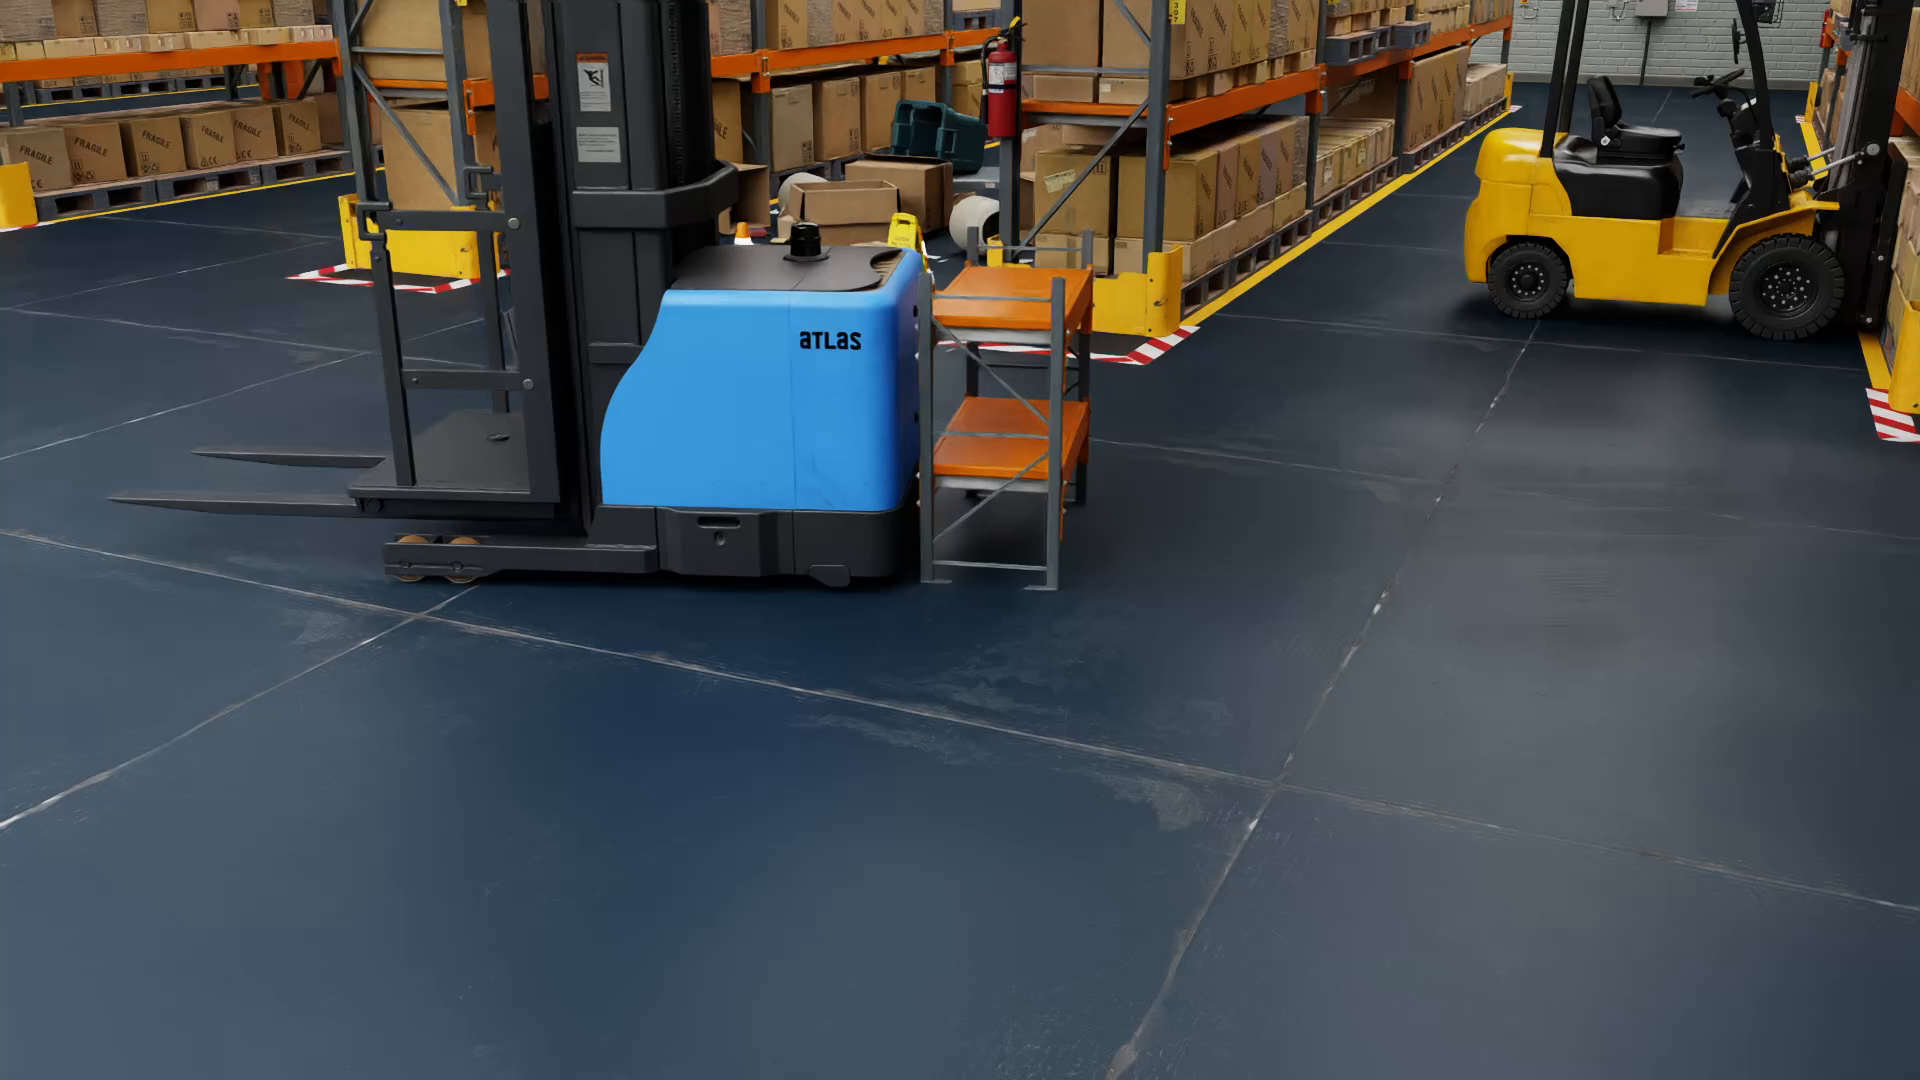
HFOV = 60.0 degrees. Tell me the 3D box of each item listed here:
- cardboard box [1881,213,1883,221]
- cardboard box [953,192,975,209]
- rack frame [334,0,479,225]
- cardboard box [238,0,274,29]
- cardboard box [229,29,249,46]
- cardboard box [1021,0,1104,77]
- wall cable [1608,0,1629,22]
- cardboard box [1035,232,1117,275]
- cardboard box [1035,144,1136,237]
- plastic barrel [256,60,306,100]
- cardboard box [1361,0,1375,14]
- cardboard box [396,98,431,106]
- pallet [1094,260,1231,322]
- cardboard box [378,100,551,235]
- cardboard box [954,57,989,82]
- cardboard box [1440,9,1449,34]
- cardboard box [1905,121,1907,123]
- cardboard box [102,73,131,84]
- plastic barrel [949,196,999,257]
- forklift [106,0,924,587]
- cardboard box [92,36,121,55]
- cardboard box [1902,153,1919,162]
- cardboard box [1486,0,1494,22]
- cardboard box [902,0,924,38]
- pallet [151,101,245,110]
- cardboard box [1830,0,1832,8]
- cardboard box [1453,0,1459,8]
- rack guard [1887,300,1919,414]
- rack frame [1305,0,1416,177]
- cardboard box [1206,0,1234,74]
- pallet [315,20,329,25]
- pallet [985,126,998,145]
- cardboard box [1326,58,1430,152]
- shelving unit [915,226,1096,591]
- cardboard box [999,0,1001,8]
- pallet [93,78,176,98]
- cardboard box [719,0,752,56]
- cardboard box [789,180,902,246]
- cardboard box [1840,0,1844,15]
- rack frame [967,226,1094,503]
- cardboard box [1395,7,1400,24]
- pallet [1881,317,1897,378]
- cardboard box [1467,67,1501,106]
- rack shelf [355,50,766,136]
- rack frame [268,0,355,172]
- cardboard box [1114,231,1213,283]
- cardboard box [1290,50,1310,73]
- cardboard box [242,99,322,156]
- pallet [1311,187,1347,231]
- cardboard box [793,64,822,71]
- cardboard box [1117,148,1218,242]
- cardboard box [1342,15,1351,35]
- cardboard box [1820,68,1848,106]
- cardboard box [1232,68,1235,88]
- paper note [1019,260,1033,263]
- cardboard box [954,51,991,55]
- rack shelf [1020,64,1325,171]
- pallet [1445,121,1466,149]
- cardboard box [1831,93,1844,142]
[{"bbox_3d":[5.984,-1.982,10.295,0.500,0.250,0.500,8,21,22],"label":"cardboard box"},{"bbox_3d":[0.062,-2.693,13.644,0.258,0.266,0.396,-5,20,-15],"label":"cardboard box"},{"bbox_3d":[-3.841,-3.361,11.443,1.000,3.000,0.127,9,21,23],"label":"rack frame"},{"bbox_3d":[-7.164,-5.205,16.036,0.875,0.500,0.500,9,21,23],"label":"cardboard box"},{"bbox_3d":[-6.998,-4.777,15.801,0.380,0.149,0.250,9,21,23],"label":"cardboard box"},{"bbox_3d":[0.687,-3.104,10.126,0.500,0.500,0.500,8,21,22],"label":"cardboard box"},{"bbox_3d":[10.854,-9.618,27.522,0.588,1.984,0.122,9,21,23],"label":"wall cable"},{"bbox_3d":[0.812,-1.906,10.830,0.500,0.250,0.500,8,21,22],"label":"cardboard box"},{"bbox_3d":[0.806,-2.249,10.674,0.500,0.500,0.500,9,21,23],"label":"cardboard box"},{"bbox_3d":[-9.383,-6.525,22.951,0.600,0.830,0.708,9,21,23],"label":"plastic barrel"},{"bbox_3d":[3.227,-4.727,14.064,0.500,0.500,0.500,8,21,22],"label":"cardboard box"},{"bbox_3d":[-6.203,-4.653,18.149,0.700,0.500,0.500,8,21,22],"label":"cardboard box"},{"bbox_3d":[1.112,-1.666,10.837,1.003,0.211,1.213,9,21,23],"label":"pallet"},{"bbox_3d":[-3.624,-2.774,12.337,0.875,0.875,0.875,9,21,23],"label":"cardboard box"},{"bbox_3d":[0.146,-5.513,19.478,0.500,0.250,0.500,8,21,22],"label":"cardboard box"},{"bbox_3d":[5.035,-5.673,18.168,0.500,0.250,0.500,9,21,23],"label":"cardboard box"},{"bbox_3d":[7.994,-3.168,13.817,0.875,0.625,0.625,9,22,24],"label":"cardboard box"},{"bbox_3d":[-13.219,-7.321,25.653,0.500,0.500,0.500,8,21,22],"label":"cardboard box"},{"bbox_3d":[0.181,-2.338,12.411,0.421,0.421,0.512,-9,22,-24],"label":"plastic barrel"},{"bbox_3d":[-1.673,-1.396,6.021,3.031,2.935,1.130,2,20,5],"label":"forklift"},{"bbox_3d":[-7.562,-4.311,14.490,0.380,0.149,0.250,9,21,23],"label":"cardboard box"},{"bbox_3d":[5.988,-2.216,10.207,0.500,0.250,0.500,9,22,25],"label":"cardboard box"},{"bbox_3d":[6.480,-6.840,21.076,0.500,0.500,0.500,9,21,23],"label":"cardboard box"},{"bbox_3d":[-0.710,-5.527,17.384,0.500,0.500,0.500,9,21,23],"label":"cardboard box"},{"bbox_3d":[-9.920,-5.652,22.047,1.003,0.211,1.213,9,21,23],"label":"pallet"},{"bbox_3d":[11.366,-6.892,21.150,0.500,0.250,0.500,9,21,23],"label":"cardboard box"},{"bbox_3d":[5.267,-6.065,18.523,0.500,0.250,0.500,9,22,24],"label":"cardboard box"},{"bbox_3d":[5.236,-0.848,8.106,1.175,0.500,0.348,9,21,23],"label":"rack guard"},{"bbox_3d":[3.992,-5.158,16.497,1.000,3.000,0.127,9,21,23],"label":"rack frame"},{"bbox_3d":[1.372,-3.165,10.300,0.500,0.500,0.500,9,22,24],"label":"cardboard box"},{"bbox_3d":[-6.241,-5.419,17.515,1.003,0.211,1.213,9,21,23],"label":"pallet"},{"bbox_3d":[-0.244,-4.731,19.458,1.003,0.211,1.213,9,21,23],"label":"pallet"},{"bbox_3d":[4.351,-4.555,17.344,0.875,0.875,0.875,8,21,22],"label":"cardboard box"},{"bbox_3d":[0.192,-0.533,6.289,0.538,1.125,1.048,3,20,9],"label":"shelving unit"},{"bbox_3d":[0.343,-6.401,19.738,0.380,0.149,0.250,9,21,23],"label":"cardboard box"},{"bbox_3d":[-13.244,-7.159,26.285,1.003,0.211,1.213,9,21,23],"label":"pallet"},{"bbox_3d":[-2.343,-4.540,14.534,0.875,0.550,0.550,9,21,23],"label":"cardboard box"},{"bbox_3d":[-0.874,-2.421,12.525,0.797,0.503,0.637,-5,20,-15],"label":"cardboard box"},{"bbox_3d":[9.758,-5.829,17.606,0.700,0.500,0.500,9,22,24],"label":"cardboard box"},{"bbox_3d":[0.277,-0.701,6.761,0.500,1.125,0.032,3,20,9],"label":"rack frame"},{"bbox_3d":[3.856,-4.854,15.390,0.380,0.149,0.250,7,21,20],"label":"cardboard box"},{"bbox_3d":[5.521,-0.959,8.849,1.003,0.211,1.213,9,21,23],"label":"pallet"},{"bbox_3d":[6.722,-6.098,22.336,0.875,0.438,0.875,9,22,24],"label":"cardboard box"},{"bbox_3d":[-3.022,-3.633,13.283,1.077,0.370,4.000,9,21,23],"label":"rack shelf"},{"bbox_3d":[-6.687,-5.295,16.882,1.000,3.000,0.127,9,21,23],"label":"rack frame"},{"bbox_3d":[1.299,-1.824,10.597,0.500,0.250,0.500,8,21,22],"label":"cardboard box"},{"bbox_3d":[2.405,-3.600,12.489,0.380,0.149,0.250,9,22,24],"label":"cardboard box"},{"bbox_3d":[-6.887,-4.199,16.902,0.500,0.500,0.500,8,21,21],"label":"cardboard box"},{"bbox_3d":[2.672,-2.860,14.195,1.003,0.211,1.213,9,21,23],"label":"pallet"},{"bbox_3d":[-2.699,-7.403,25.354,0.875,0.875,0.875,9,21,23],"label":"cardboard box"},{"bbox_3d":[1.308,-2.184,10.492,0.500,0.500,0.500,8,21,21],"label":"cardboard box"},{"bbox_3d":[2.979,-4.216,13.594,0.380,0.149,0.250,9,21,24],"label":"cardboard box"},{"bbox_3d":[11.461,-5.772,21.320,0.797,0.503,0.637,8,21,21],"label":"cardboard box"},{"bbox_3d":[1.592,-3.063,10.980,0.380,0.149,0.250,9,22,25],"label":"cardboard box"},{"bbox_3d":[0.463,-2.054,12.197,0.142,0.019,0.148,1,20,4],"label":"paper note"},{"bbox_3d":[0.100,-5.895,20.552,0.500,0.250,0.500,9,22,25],"label":"cardboard box"},{"bbox_3d":[1.535,-2.985,11.460,1.077,0.370,4.000,9,21,23],"label":"rack shelf"},{"bbox_3d":[5.383,-4.821,19.710,1.003,0.211,1.213,9,21,23],"label":"pallet"},{"bbox_3d":[9.548,-4.440,17.581,0.500,0.500,0.500,8,21,22],"label":"cardboard box"}]
